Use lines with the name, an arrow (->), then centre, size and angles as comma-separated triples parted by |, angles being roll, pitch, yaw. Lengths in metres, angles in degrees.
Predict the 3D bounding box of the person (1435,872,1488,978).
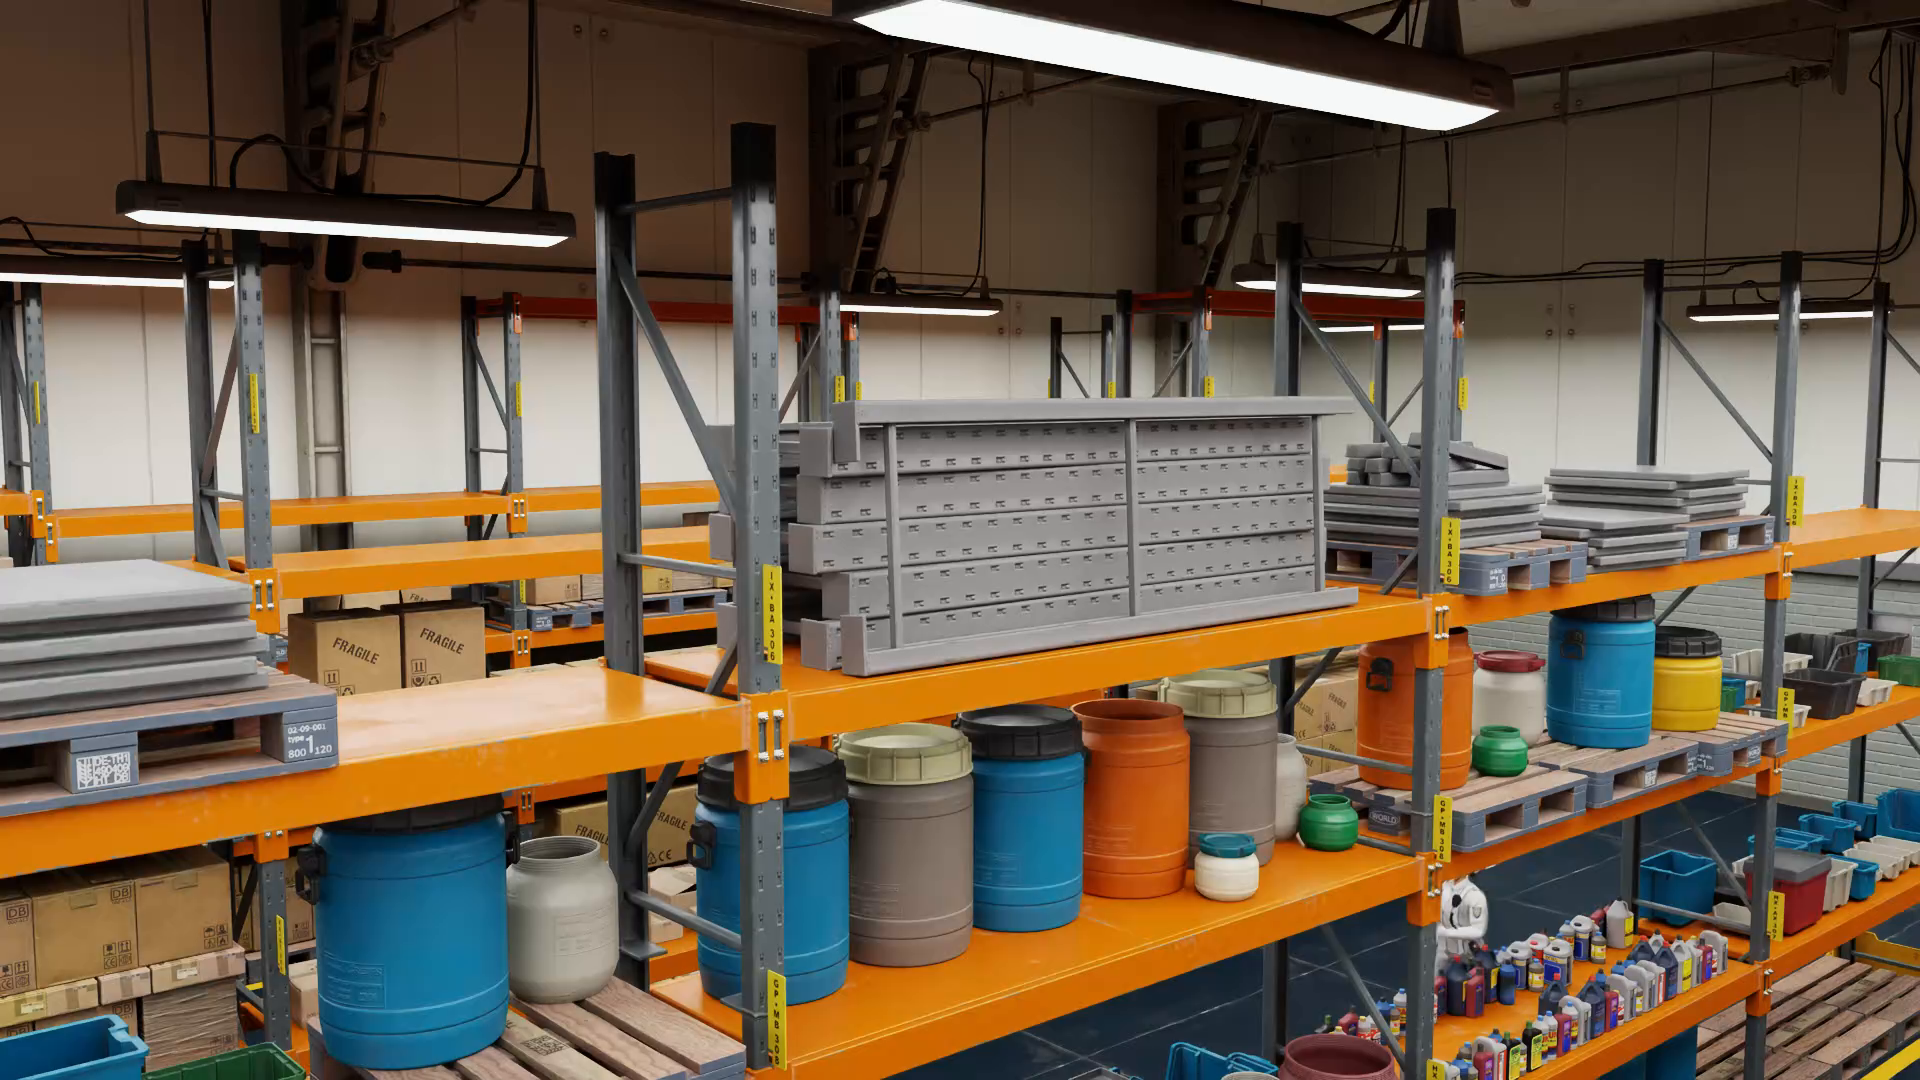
person -> 3.776, 3.138, 12.583 | 0.675, 1.714, 0.544 | -3, 6, -29
